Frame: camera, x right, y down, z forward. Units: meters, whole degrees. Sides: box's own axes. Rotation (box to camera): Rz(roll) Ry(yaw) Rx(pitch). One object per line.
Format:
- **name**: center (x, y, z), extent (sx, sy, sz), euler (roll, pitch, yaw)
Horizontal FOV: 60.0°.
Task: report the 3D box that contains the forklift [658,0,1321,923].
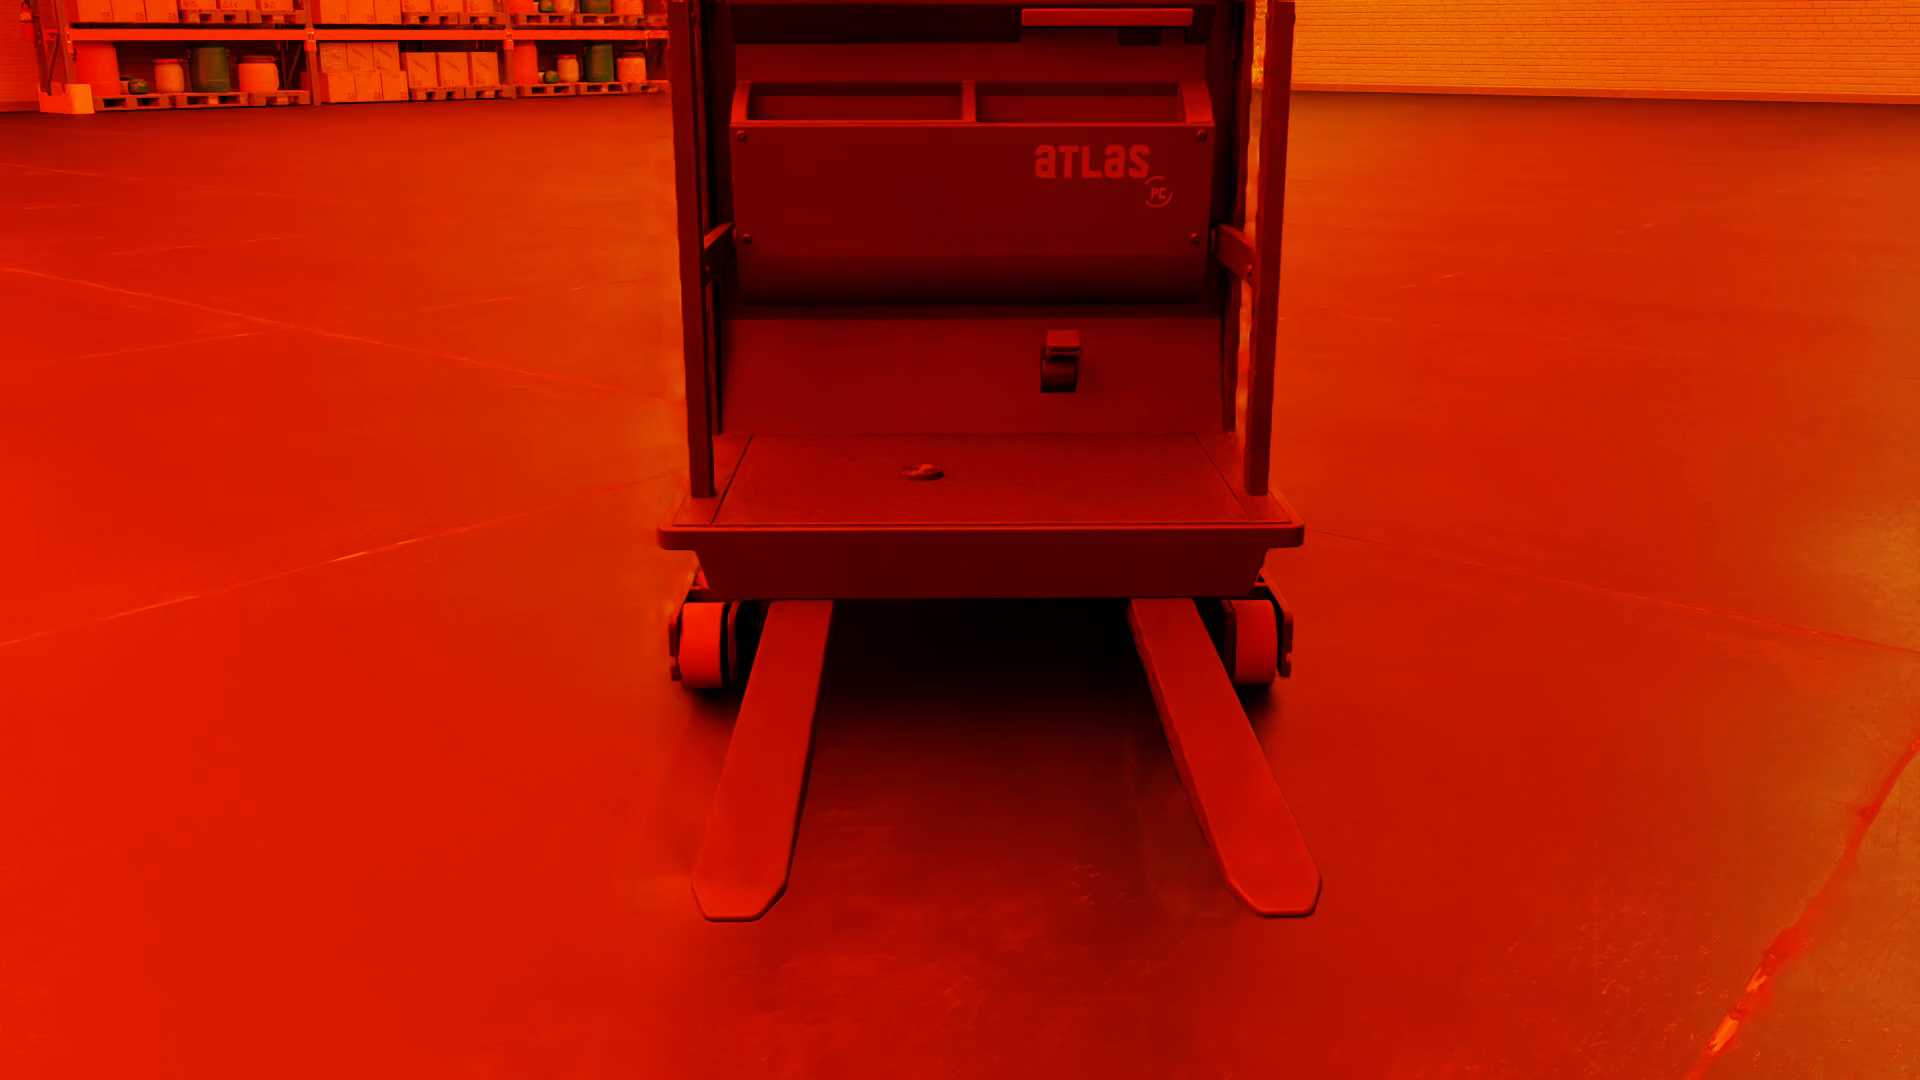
- **forklift**: center (0.030, -1.218, 2.909), extent (1.130, 2.935, 3.031), euler (0, 17, -1)
